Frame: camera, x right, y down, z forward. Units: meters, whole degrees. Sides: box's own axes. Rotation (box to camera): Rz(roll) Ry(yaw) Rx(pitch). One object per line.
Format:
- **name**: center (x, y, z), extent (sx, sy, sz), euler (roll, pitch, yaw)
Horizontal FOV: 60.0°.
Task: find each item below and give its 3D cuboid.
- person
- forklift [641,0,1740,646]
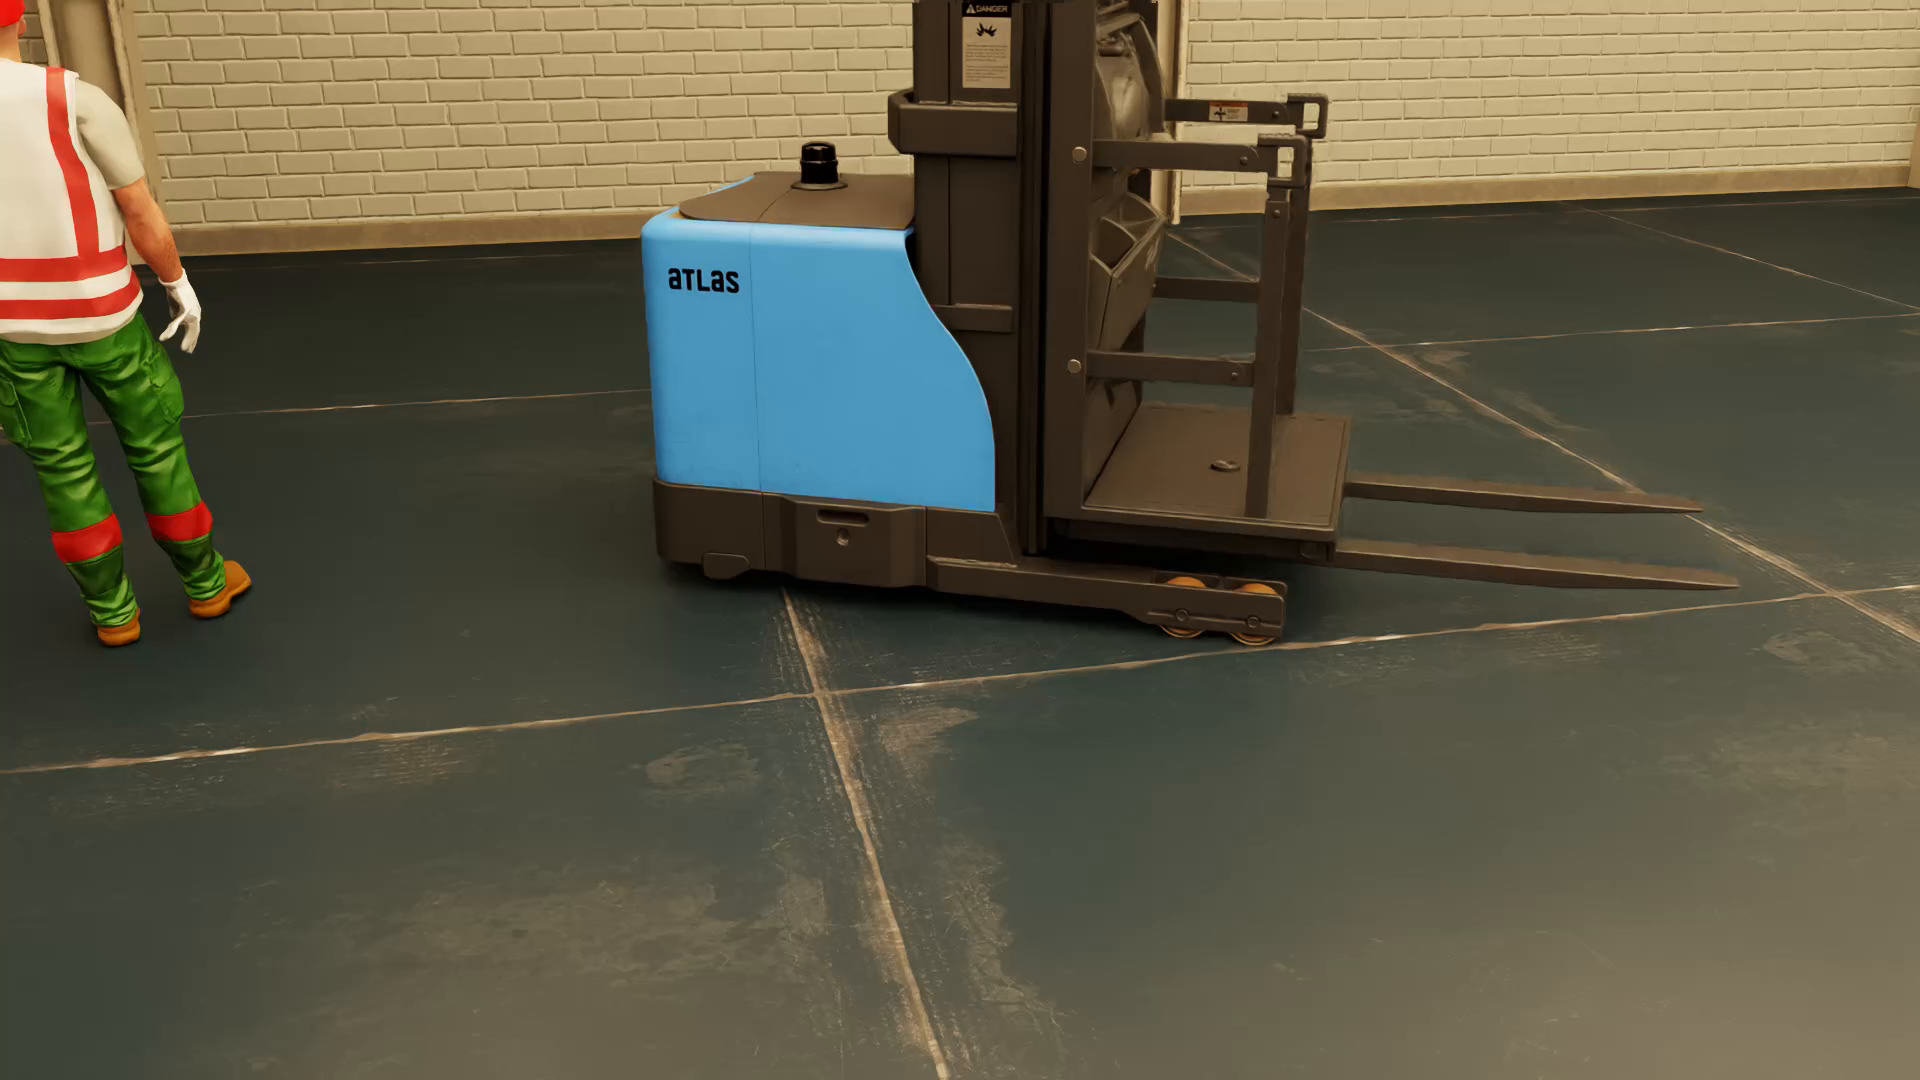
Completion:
- **person**: center (-2.320, -0.594, 4.327), extent (0.638, 1.786, 0.566), euler (-7, 22, -18)
- **forklift**: center (0.662, -1.290, 4.569), extent (3.031, 2.935, 1.130), euler (5, 22, 14)
